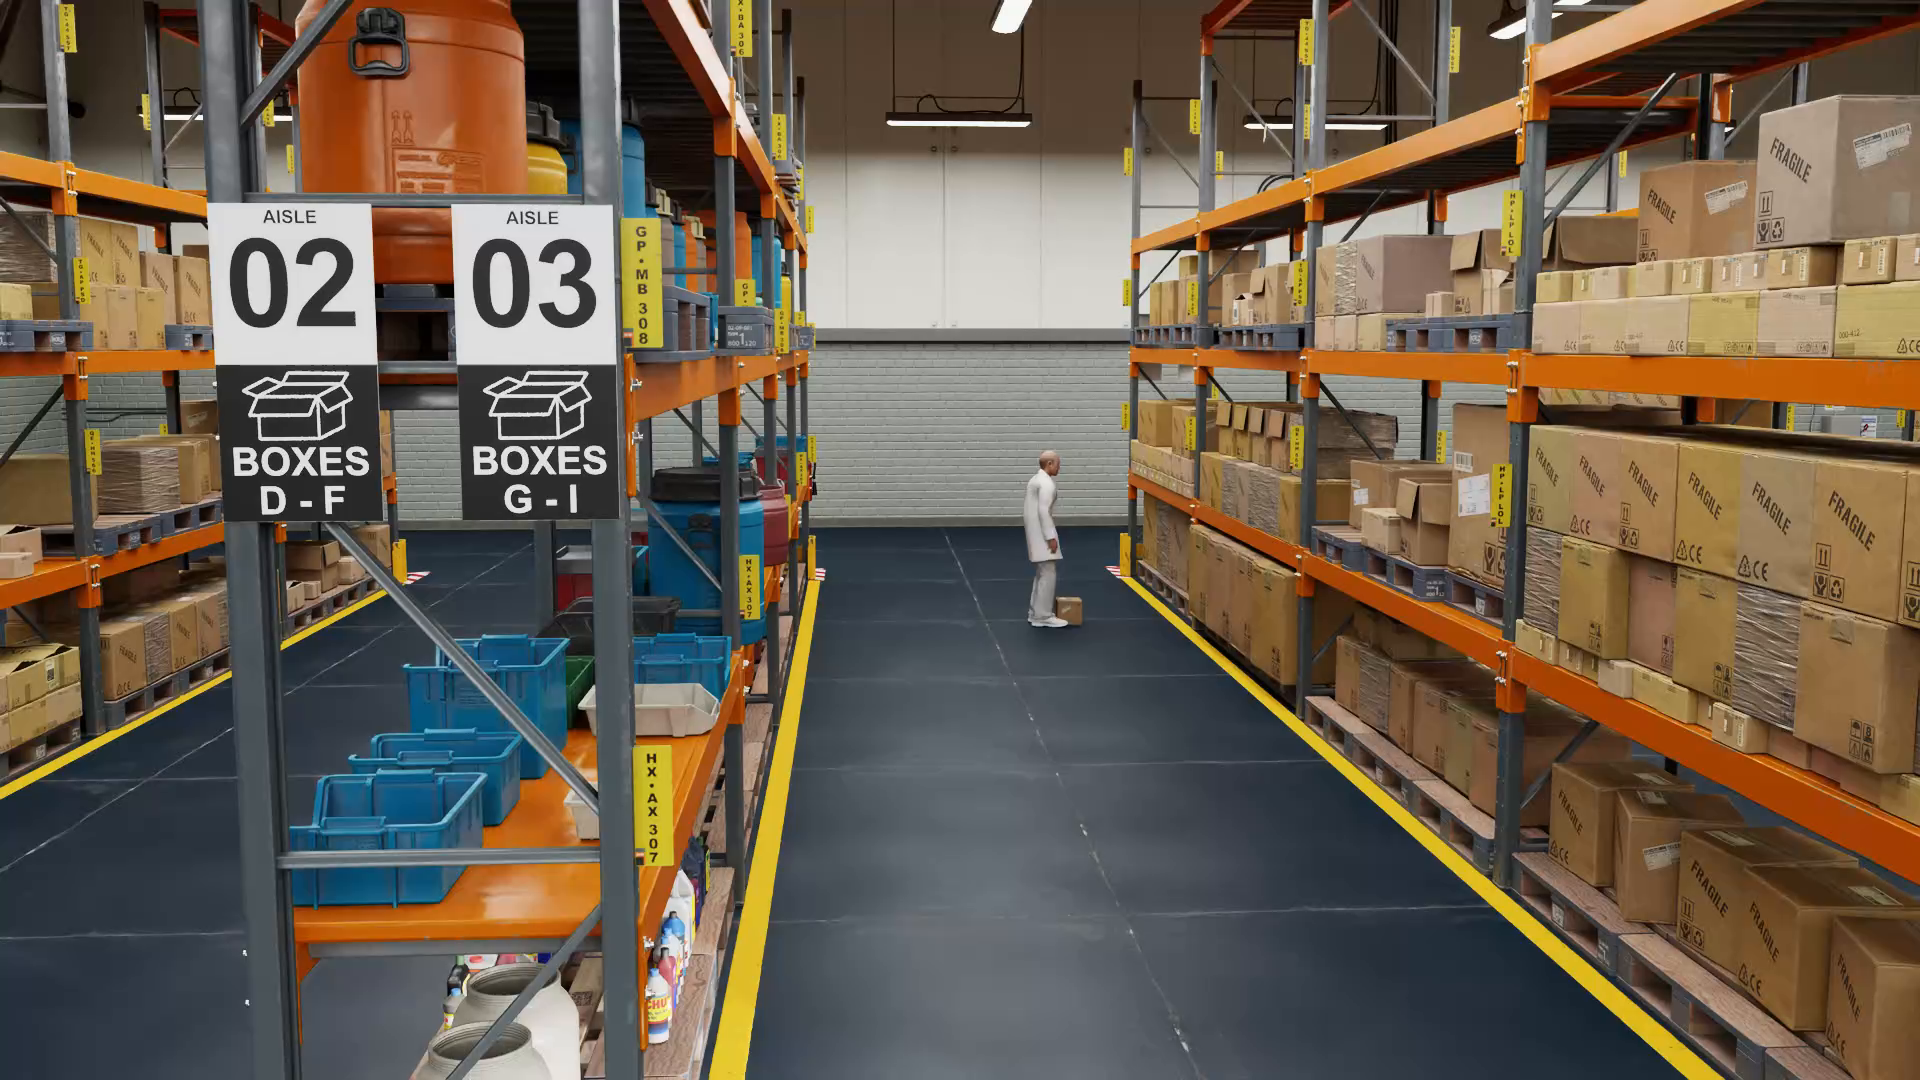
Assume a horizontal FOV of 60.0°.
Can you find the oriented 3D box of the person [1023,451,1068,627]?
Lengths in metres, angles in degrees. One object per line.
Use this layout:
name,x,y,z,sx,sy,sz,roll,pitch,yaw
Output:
person,0.866,-0.022,16.998,0.429,1.772,0.647,-1,7,-7
